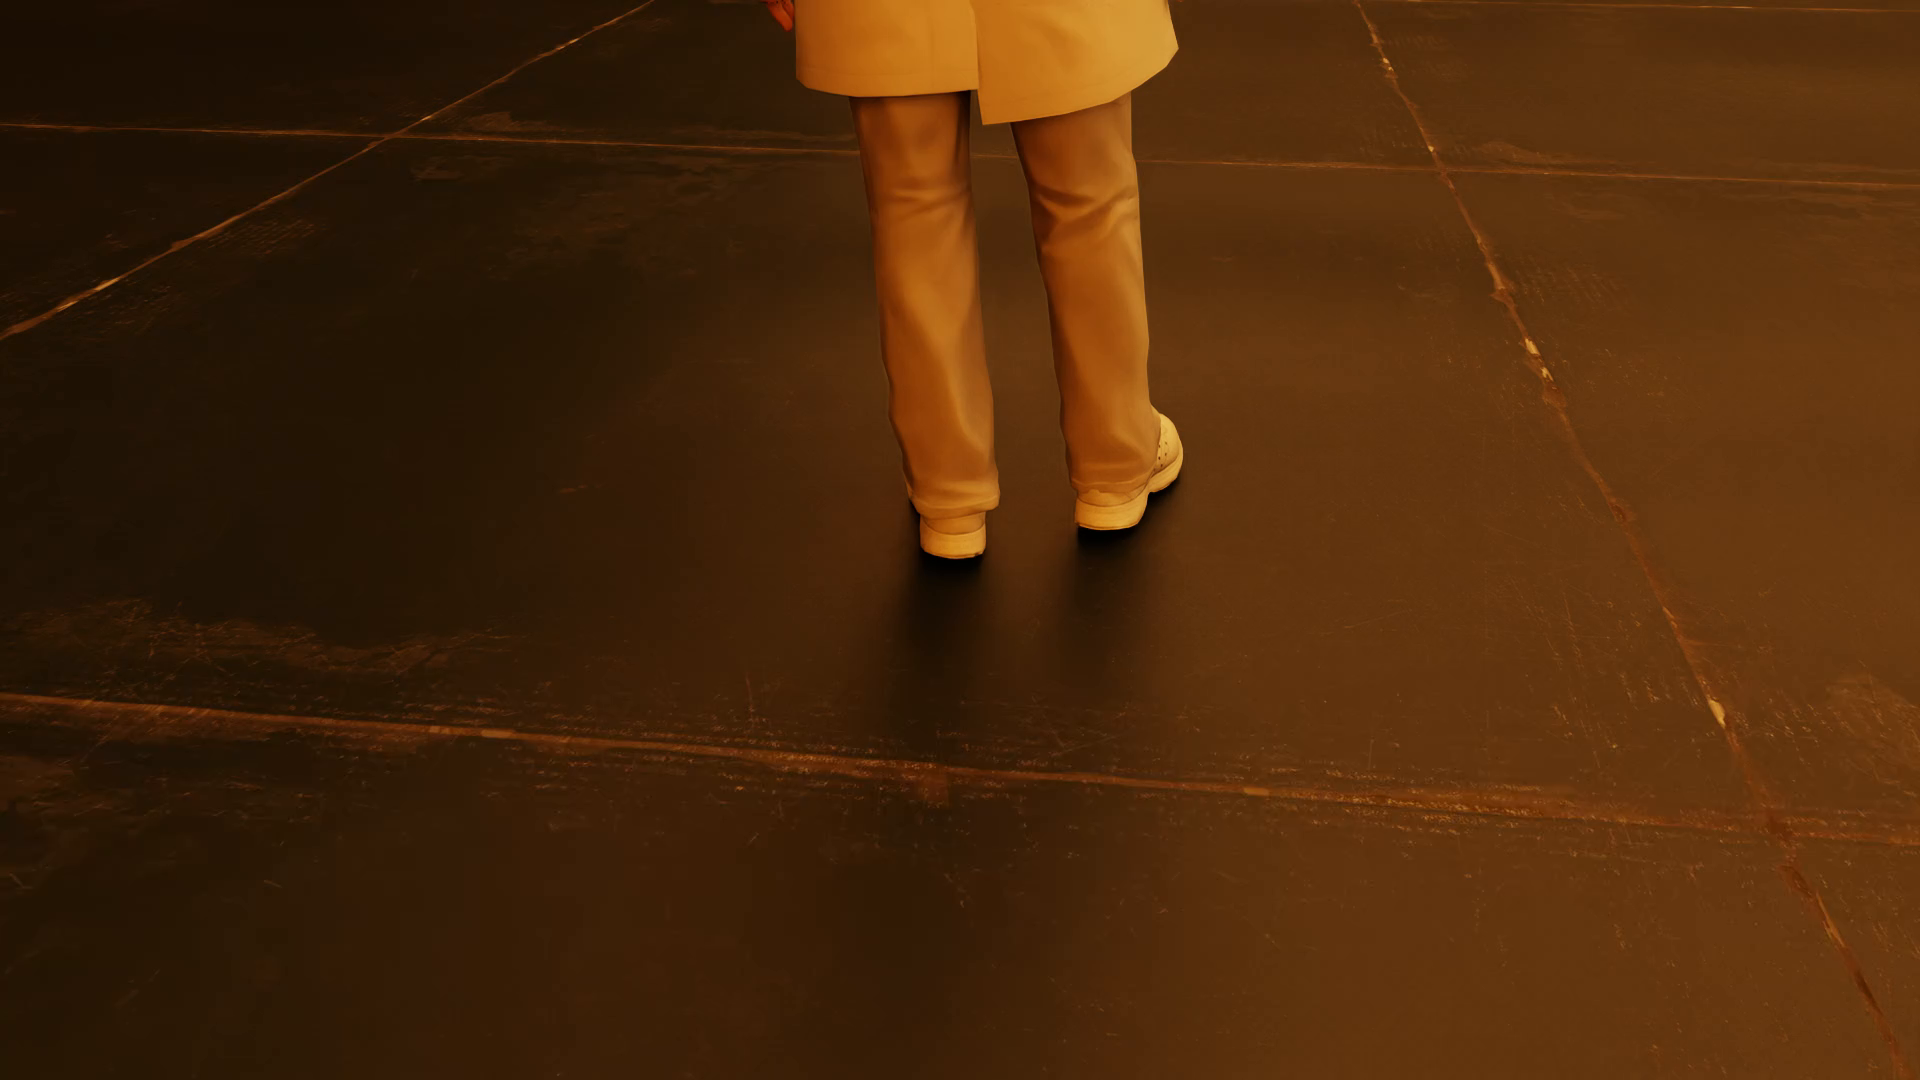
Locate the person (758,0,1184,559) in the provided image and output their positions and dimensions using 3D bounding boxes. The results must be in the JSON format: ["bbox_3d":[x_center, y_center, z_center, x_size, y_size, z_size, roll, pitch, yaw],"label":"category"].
[{"bbox_3d":[0.017,-0.841,2.180,0.694,1.775,0.581,3,27,7],"label":"person"}]
